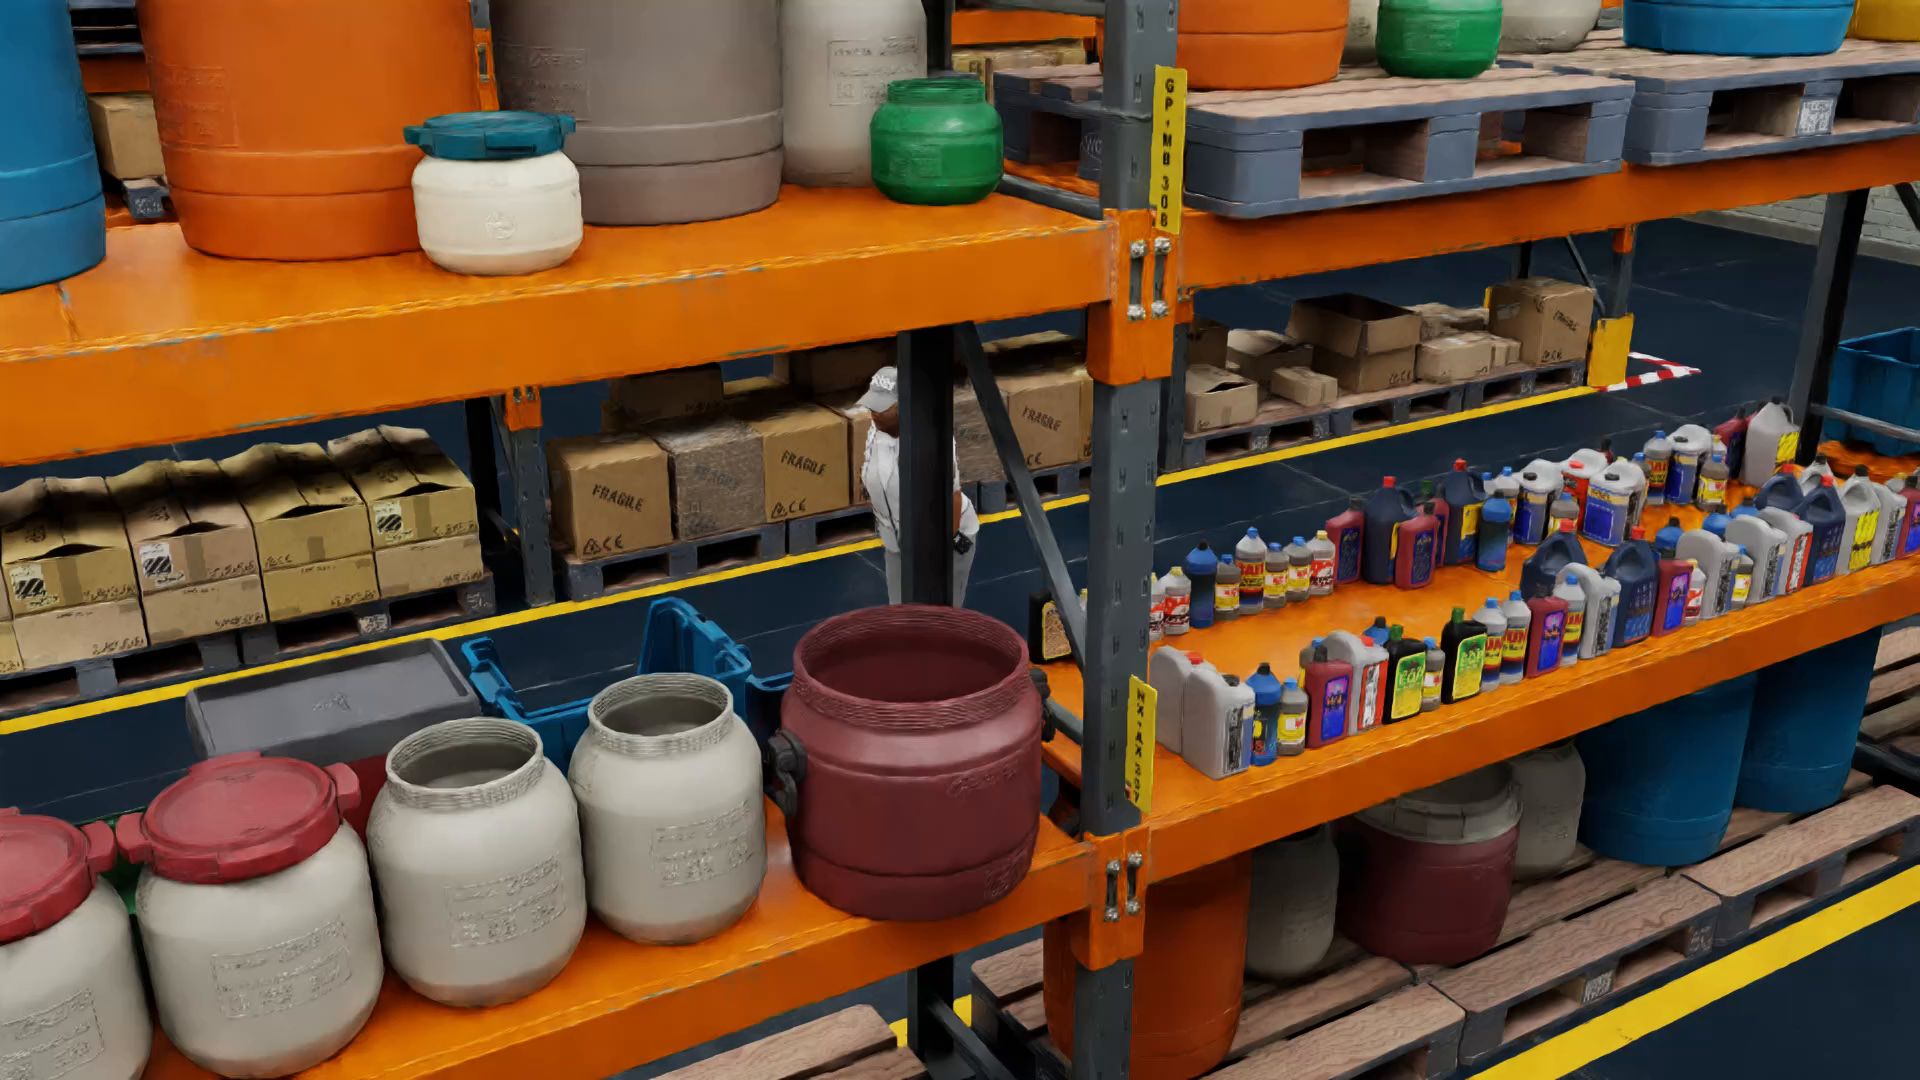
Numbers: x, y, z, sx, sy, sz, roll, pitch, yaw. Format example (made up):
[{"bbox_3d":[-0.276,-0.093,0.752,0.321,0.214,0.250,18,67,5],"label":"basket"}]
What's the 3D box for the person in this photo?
[{"bbox_3d":[-0.161,0.024,7.057,0.486,1.641,0.679,18,28,37],"label":"person"}]
